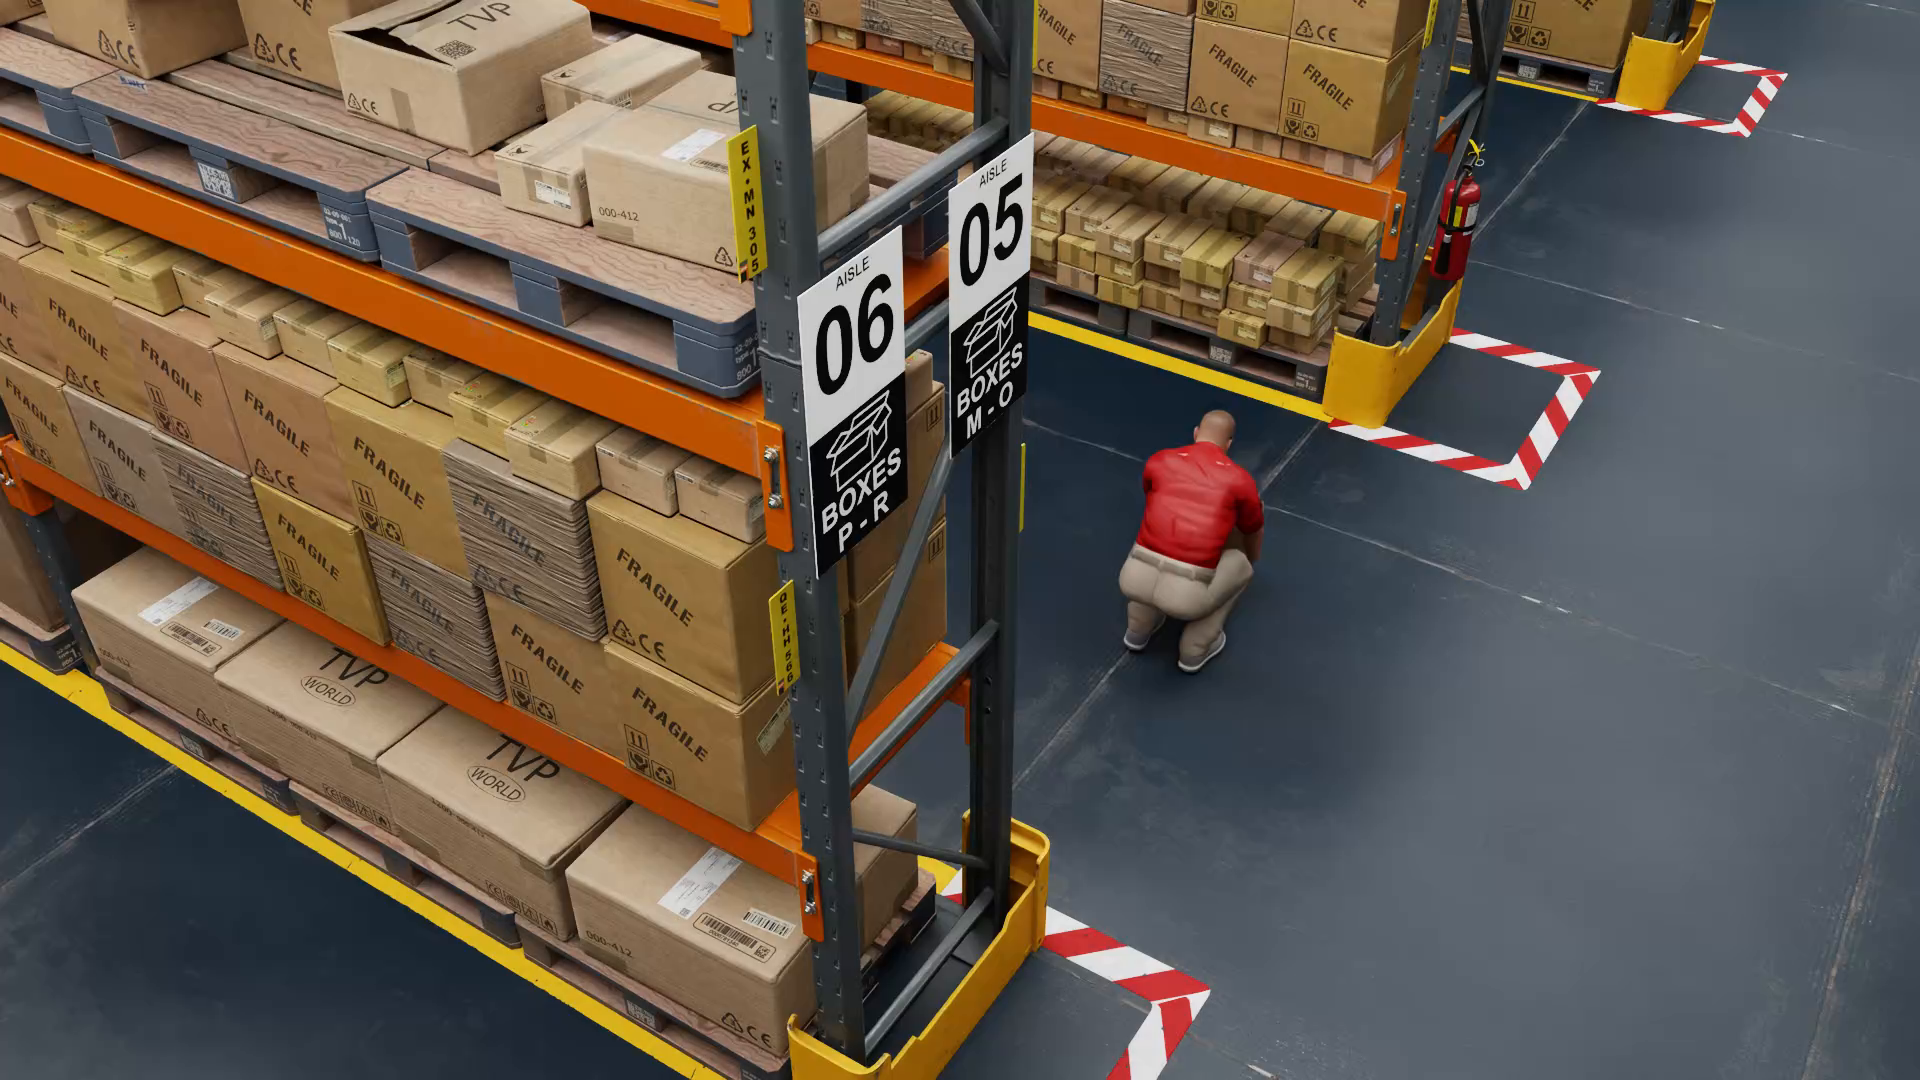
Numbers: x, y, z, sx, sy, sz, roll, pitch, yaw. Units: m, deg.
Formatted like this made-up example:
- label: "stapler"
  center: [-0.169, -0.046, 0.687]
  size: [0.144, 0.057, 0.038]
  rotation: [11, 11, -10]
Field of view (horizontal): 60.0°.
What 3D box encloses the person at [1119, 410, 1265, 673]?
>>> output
- label: "person"
  center: [1.011, -0.004, 7.308]
  size: [0.569, 0.983, 0.886]
  rotation: [21, 43, 25]
